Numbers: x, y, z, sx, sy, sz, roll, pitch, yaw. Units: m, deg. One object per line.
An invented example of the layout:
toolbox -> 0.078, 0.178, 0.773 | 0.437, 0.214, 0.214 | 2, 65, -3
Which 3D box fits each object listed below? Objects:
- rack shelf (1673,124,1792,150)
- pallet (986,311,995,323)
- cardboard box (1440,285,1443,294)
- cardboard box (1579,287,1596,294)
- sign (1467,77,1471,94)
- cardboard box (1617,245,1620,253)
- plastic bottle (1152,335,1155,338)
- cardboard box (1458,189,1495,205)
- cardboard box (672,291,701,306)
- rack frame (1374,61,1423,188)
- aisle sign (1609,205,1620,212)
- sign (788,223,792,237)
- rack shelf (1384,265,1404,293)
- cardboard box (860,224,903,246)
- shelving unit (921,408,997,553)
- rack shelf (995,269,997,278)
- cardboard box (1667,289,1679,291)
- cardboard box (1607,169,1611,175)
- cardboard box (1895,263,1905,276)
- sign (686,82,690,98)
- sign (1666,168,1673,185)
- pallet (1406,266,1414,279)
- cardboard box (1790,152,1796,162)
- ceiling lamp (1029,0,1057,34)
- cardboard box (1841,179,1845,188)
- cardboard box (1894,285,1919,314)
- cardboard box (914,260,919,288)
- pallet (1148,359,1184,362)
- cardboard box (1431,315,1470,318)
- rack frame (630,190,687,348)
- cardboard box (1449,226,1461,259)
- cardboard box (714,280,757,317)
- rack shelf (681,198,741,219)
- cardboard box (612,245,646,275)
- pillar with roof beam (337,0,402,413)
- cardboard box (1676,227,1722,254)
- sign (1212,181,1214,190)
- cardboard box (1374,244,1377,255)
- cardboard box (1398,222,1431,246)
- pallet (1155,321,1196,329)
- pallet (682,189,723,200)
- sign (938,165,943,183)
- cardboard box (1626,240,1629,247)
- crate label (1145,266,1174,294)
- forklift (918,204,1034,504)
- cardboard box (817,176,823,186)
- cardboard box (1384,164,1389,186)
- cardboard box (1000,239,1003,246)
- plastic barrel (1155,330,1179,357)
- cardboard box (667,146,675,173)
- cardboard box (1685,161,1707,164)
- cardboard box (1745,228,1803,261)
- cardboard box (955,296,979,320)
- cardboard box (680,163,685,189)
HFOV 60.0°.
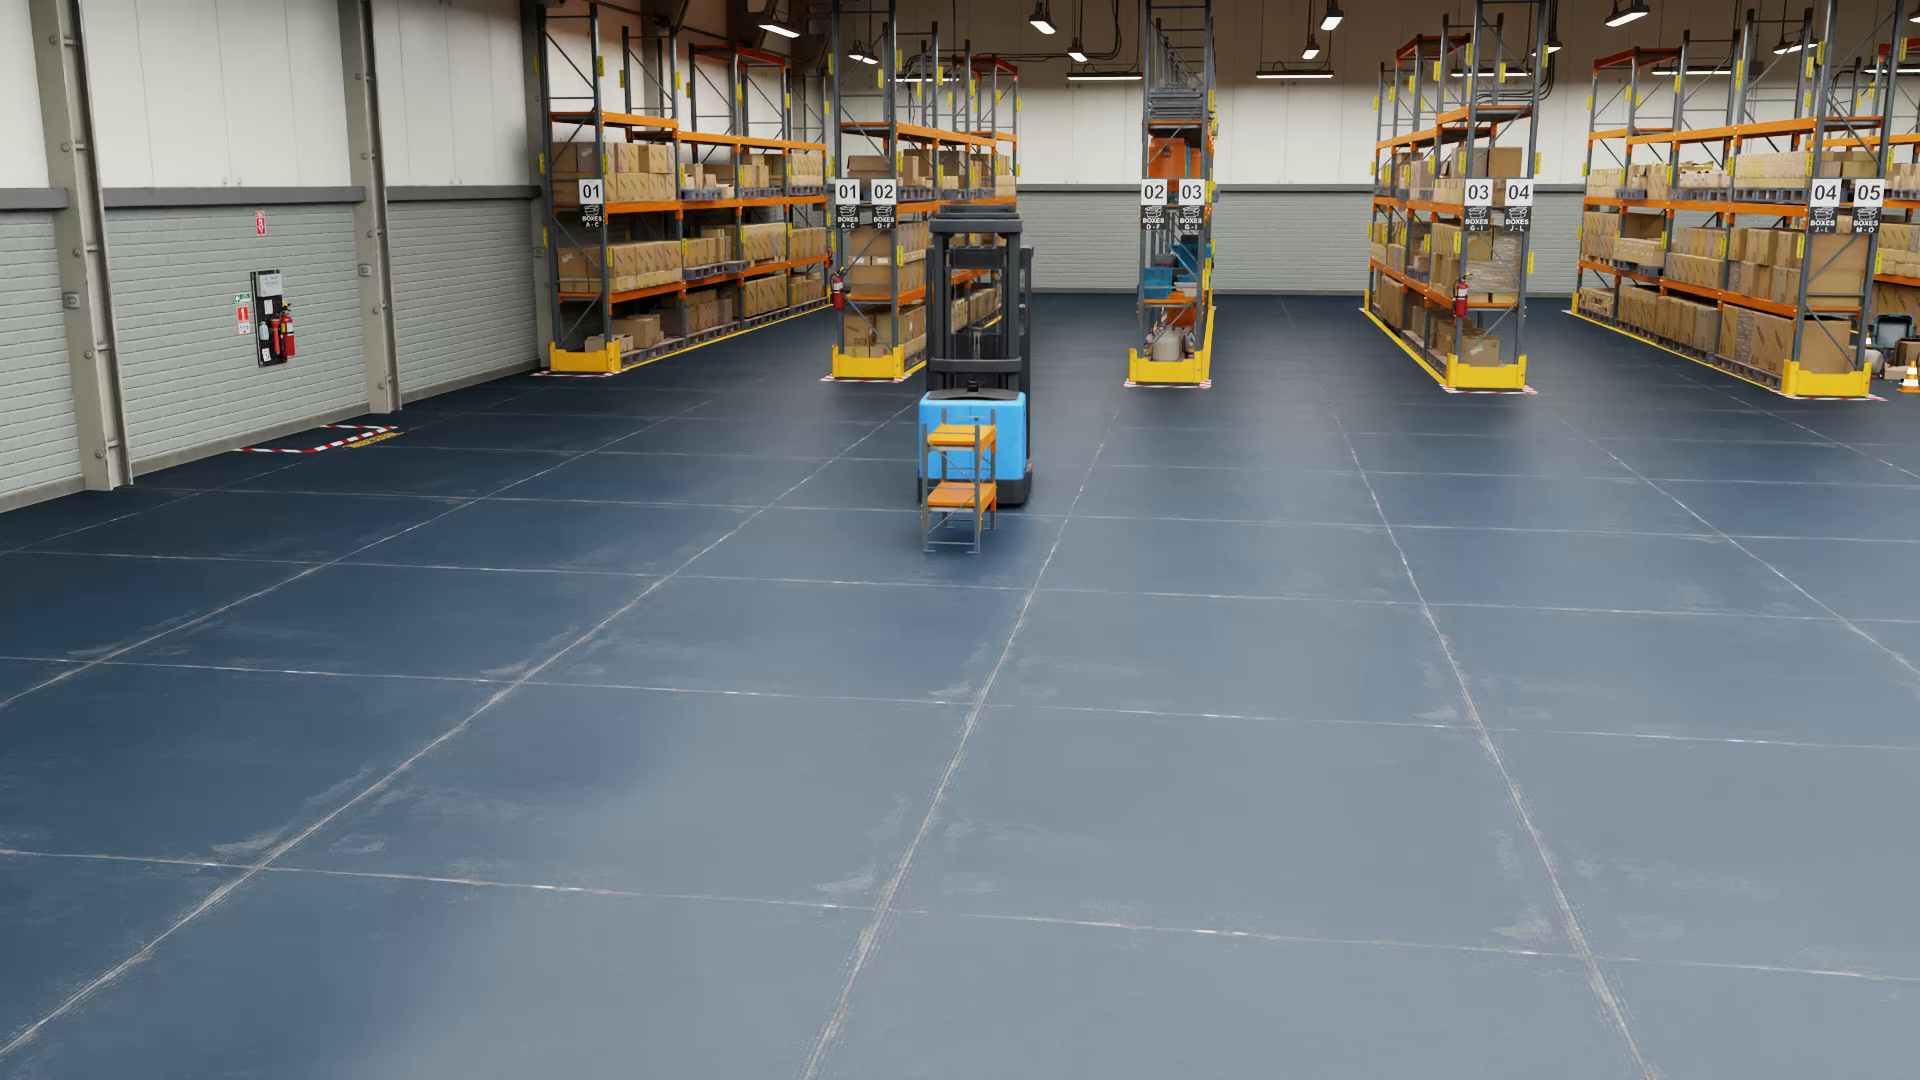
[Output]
rack shelf -> 14.070, -7.325, 30.278 | 1.077, 0.370, 4.000 | 2, 12, 9
pallet -> 0.232, -5.158, 38.426 | 1.003, 0.211, 1.213 | 2, 12, 9
cardboard box -> 8.330, -4.234, 28.117 | 0.380, 0.149, 0.250 | 2, 12, 9
cardboard box -> 15.192, -6.025, 40.190 | 0.380, 0.149, 0.250 | 1, 12, 6
sign -> 10.030, -8.950, 32.756 | 0.100, 0.325, 0.005 | 2, 12, 9
cardboard box -> 14.440, -6.295, 35.977 | 0.380, 0.149, 0.250 | 2, 12, 8
plastic bottle -> 3.435, -3.521, 29.642 | 0.097, 0.271, 0.097 | 0, 12, 0
cardboard box -> 8.085, -5.374, 26.044 | 0.500, 0.250, 0.500 | 2, 12, 10
cardboard box -> -5.568, -4.900, 33.718 | 0.500, 0.250, 0.500 | 2, 12, 7
rack frame -> 10.723, -10.135, 40.663 | 1.000, 3.000, 0.127 | 2, 12, 9
aisle sign -> 15.916, -8.297, 40.203 | 0.394, 0.787, 0.004 | 2, 12, 9
sign -> -4.038, -7.363, 39.479 | 0.100, 0.325, 0.005 | 2, 12, 9
rack shelf -> 9.800, -5.602, 35.575 | 1.077, 0.370, 4.000 | 2, 12, 9
cardboard box -> -1.358, -5.094, 28.195 | 0.700, 0.500, 0.500 | 2, 12, 7
shelving unit -> 0.001, -0.551, 14.881 | 0.538, 1.125, 1.048 | 2, 12, 9
rack shelf -> 0.627, -6.756, 40.932 | 1.077, 0.370, 4.000 | 2, 12, 9
cardboard box -> 14.890, -5.049, 34.460 | 0.500, 0.250, 0.500 | 2, 12, 9
cardboard box -> 14.945, -8.365, 37.789 | 0.380, 0.149, 0.250 | 2, 12, 8
cardboard box -> 19.262, -5.468, 33.600 | 0.500, 0.250, 0.500 | 2, 12, 8
sign -> -5.740, -9.503, 35.134 | 0.100, 0.325, 0.005 | 2, 12, 9
sign -> 13.842, -7.093, 32.437 | 0.100, 0.325, 0.005 | 2, 12, 9
pallet -> 9.488, -5.292, 32.883 | 1.213, 0.211, 1.003 | 2, 12, 9
cardboard box -> 12.943, -5.864, 25.433 | 0.380, 0.149, 0.250 | 2, 12, 10
ceiling lamp -> 1.738, -10.696, 29.410 | 0.800, 3.185, 2.000 | 2, 12, 9
cardboard box -> 13.556, -5.402, 25.181 | 0.380, 0.149, 0.250 | 2, 12, 9
cardboard box -> 19.614, -4.709, 33.773 | 0.875, 0.875, 0.875 | 2, 12, 9
cardboard box -> -1.128, -4.768, 29.762 | 0.700, 0.500, 0.500 | 2, 12, 9
pallet -> 3.464, -2.856, 27.743 | 1.003, 0.211, 1.213 | 2, 12, 9
cardboard box -> 9.085, -3.924, 30.968 | 0.700, 0.500, 0.500 | 2, 12, 8
rack frame -> -5.806, -5.186, 31.938 | 1.000, 3.000, 0.127 | 2, 12, 9
cardboard box -> 8.174, -4.782, 26.745 | 0.500, 0.500, 0.500 | 2, 12, 9
cardboard box -> -4.948, -5.322, 36.674 | 0.750, 0.750, 0.750 | 2, 12, 8
rack shelf -> -5.498, -6.717, 33.629 | 1.077, 0.370, 4.000 | 2, 12, 9
cardboard box -> -5.879, -4.956, 29.399 | 0.500, 0.500, 0.500 | 1, 12, 7
pillar with roof beam -> -3.837, -6.071, 21.805 | 9.100, 9.000, 0.400 | 2, 12, 9
cardboard box -> 14.299, -5.800, 32.176 | 0.700, 0.500, 0.500 | 2, 12, 8
sign -> 4.525, -6.316, 30.038 | 0.100, 0.325, 0.005 | 2, 12, 9
cardboard box -> 10.228, -6.971, 39.868 | 0.500, 0.250, 0.500 | 1, 12, 7
cardboard box -> 9.901, -6.633, 36.035 | 0.797, 0.503, 0.637 | 2, 12, 9
pallet -> 4.679, -4.500, 35.373 | 1.003, 0.211, 1.213 | 2, 12, 9
pallet -> -5.449, -6.902, 33.224 | 1.213, 0.211, 1.003 | 2, 12, 9
sign -> -0.362, -6.766, 30.736 | 0.100, 0.325, 0.005 | 2, 12, 9
cardboard box -> 14.320, -6.278, 35.190 | 0.380, 0.149, 0.250 | 2, 12, 8
crate label -> 3.384, -4.442, 28.399 | 0.502, 0.435, 0.616 | 2, 12, 9
forklift -> 0.208, -2.042, 17.509 | 1.130, 2.935, 3.031 | 1, 12, 4
cardboard box -> -3.811, -9.170, 42.427 | 0.500, 0.250, 0.500 | 2, 12, 10
cardboard box -> 10.459, -8.640, 39.371 | 0.700, 0.500, 0.500 | 1, 12, 5
cardboard box -> 0.743, -6.945, 39.860 | 0.500, 0.500, 0.500 | 2, 12, 10
plastic barrel -> 3.471, -3.265, 27.934 | 0.421, 0.512, 0.421 | 0, 12, 0
cardboard box -> -5.615, -7.087, 30.979 | 0.500, 0.500, 0.500 | 1, 12, 4
cardboard box -> 14.792, -7.482, 33.416 | 0.396, 0.266, 0.258 | 2, 12, 9
cardboard box -> 13.702, -4.930, 27.831 | 0.875, 0.550, 0.550 | 2, 12, 9
cardboard box -> 0.132, -5.047, 36.180 | 0.500, 0.500, 0.500 | 1, 12, 7
cardboard box -> -5.643, -7.018, 32.083 | 0.500, 0.500, 0.500 | 4, 13, 17
